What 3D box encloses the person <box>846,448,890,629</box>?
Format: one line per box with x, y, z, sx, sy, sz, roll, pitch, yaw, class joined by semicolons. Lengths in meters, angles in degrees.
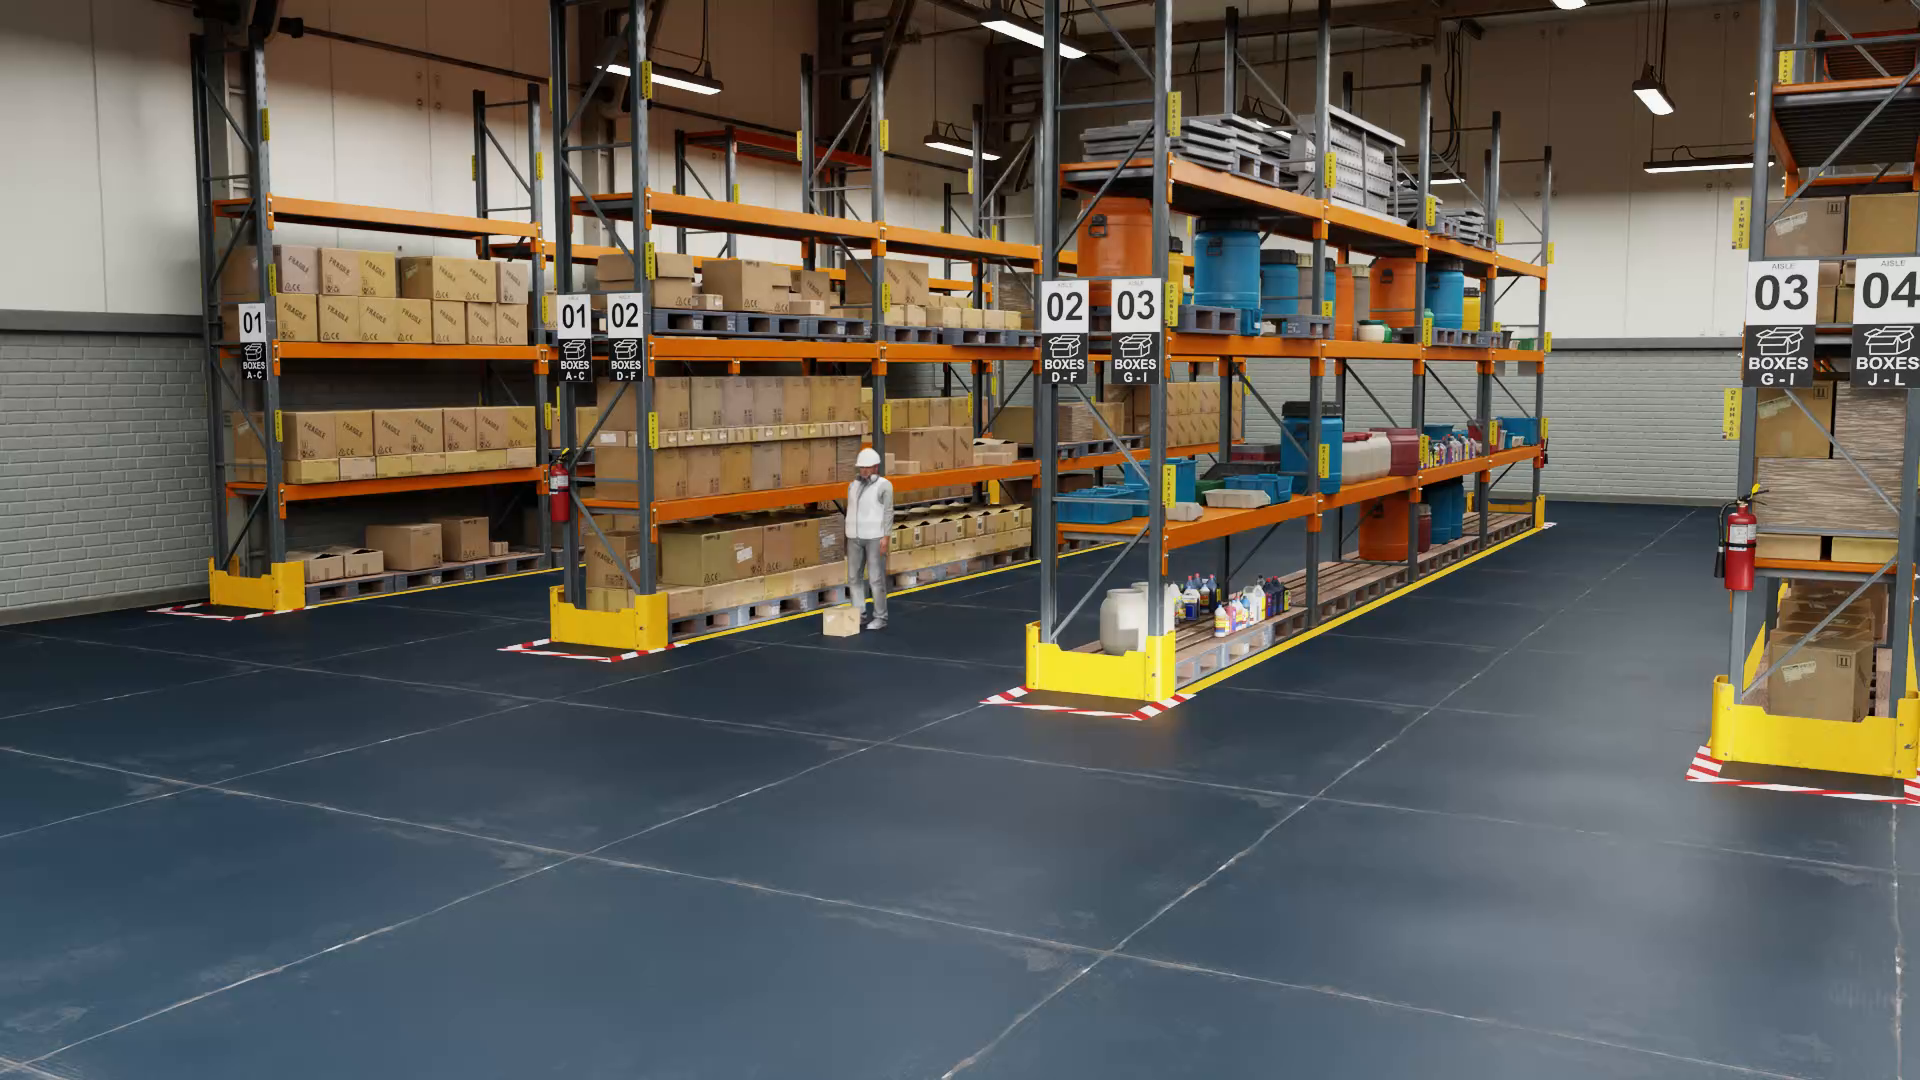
-0.905;-0.021;16.253;0.445;1.764;0.357;3;7;30;person
